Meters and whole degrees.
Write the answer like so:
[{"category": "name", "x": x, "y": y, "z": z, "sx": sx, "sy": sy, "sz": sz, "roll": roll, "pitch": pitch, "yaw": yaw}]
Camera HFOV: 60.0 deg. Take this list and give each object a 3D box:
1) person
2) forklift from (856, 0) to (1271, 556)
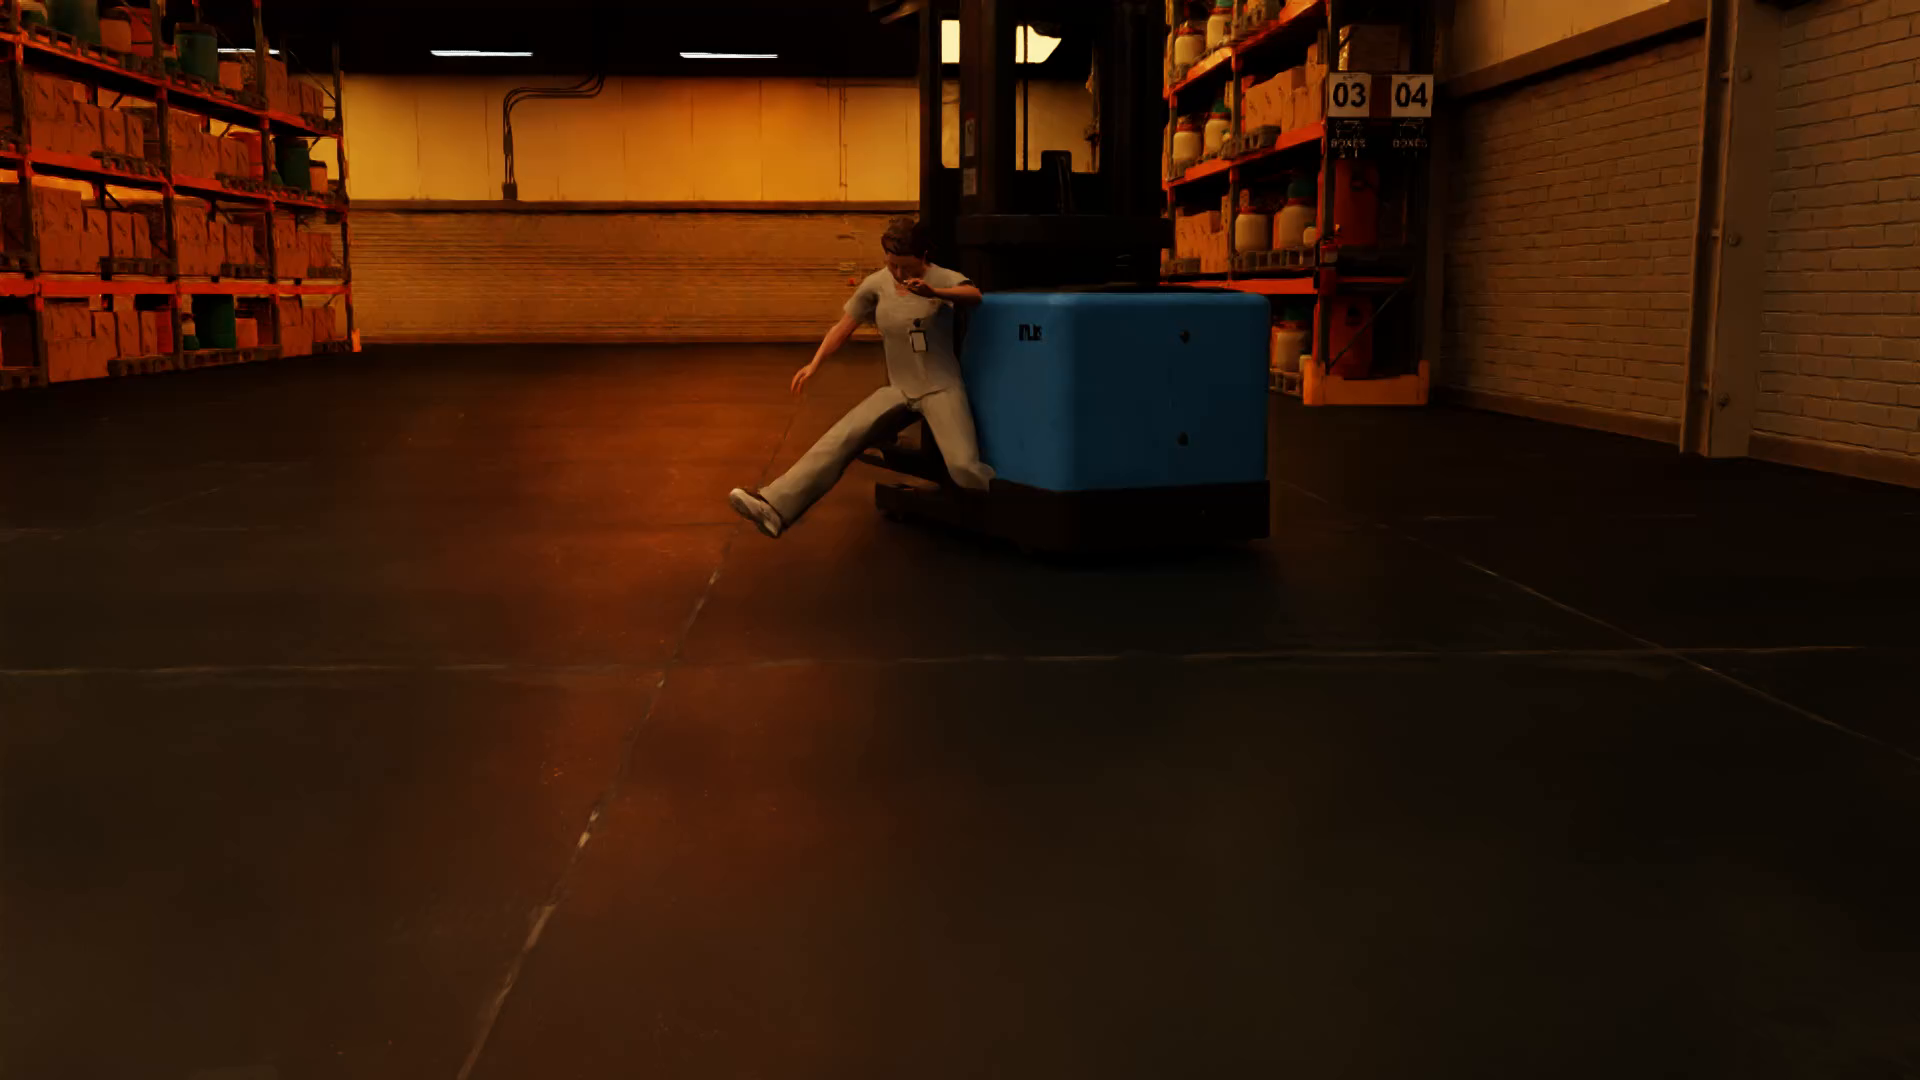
[{"category": "person", "x": -0.245, "y": -0.627, "z": 6.852, "sx": 0.983, "sy": 1.376, "sz": 1.084, "roll": 5, "pitch": 10, "yaw": 32}, {"category": "forklift", "x": 0.235, "y": -1.562, "z": 7.849, "sx": 1.130, "sy": 2.935, "sz": 3.031, "roll": -4, "pitch": 9, "yaw": -23}]
